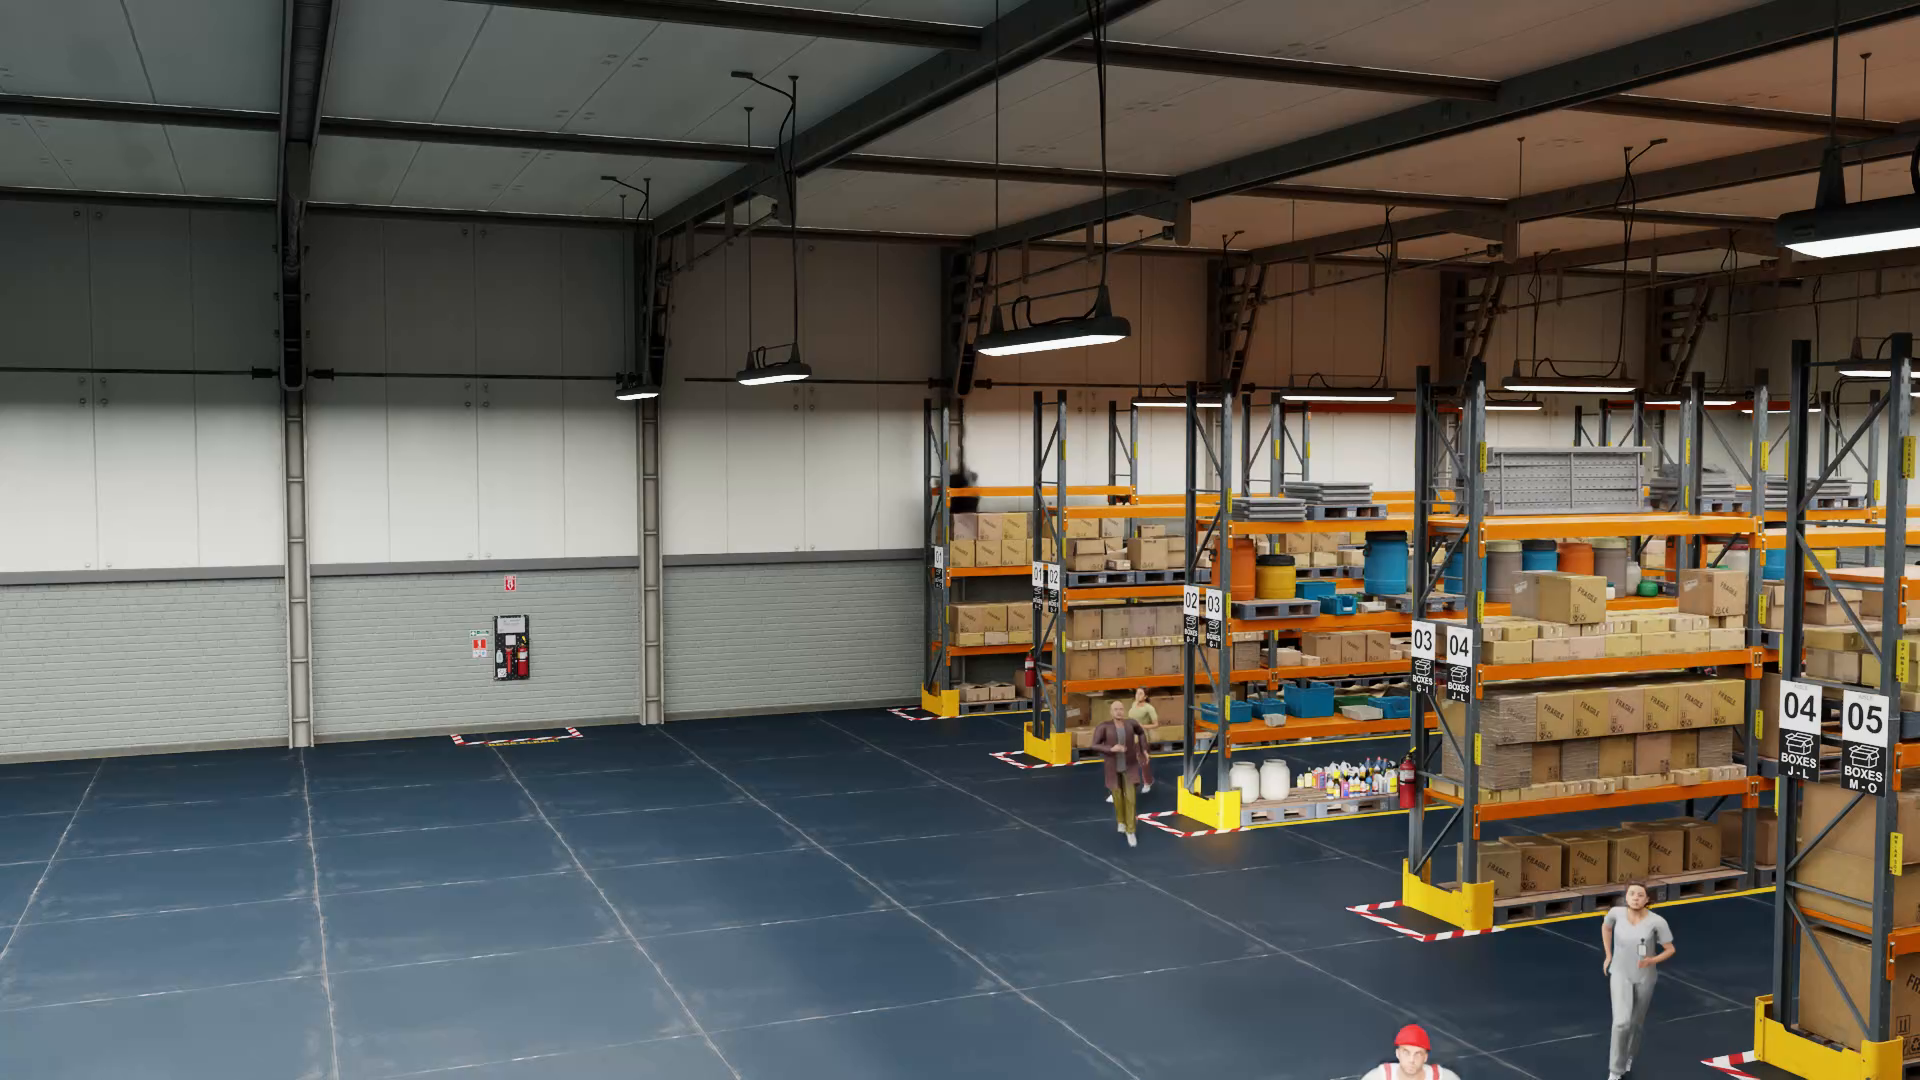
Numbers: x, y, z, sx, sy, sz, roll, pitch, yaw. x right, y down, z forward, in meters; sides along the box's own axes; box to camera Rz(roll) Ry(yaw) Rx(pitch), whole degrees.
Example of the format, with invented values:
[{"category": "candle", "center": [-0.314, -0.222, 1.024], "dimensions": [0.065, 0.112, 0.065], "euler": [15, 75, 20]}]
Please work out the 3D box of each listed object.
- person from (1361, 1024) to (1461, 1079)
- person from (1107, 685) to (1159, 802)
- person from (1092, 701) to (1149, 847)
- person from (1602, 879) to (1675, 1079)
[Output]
[{"category": "person", "center": [2.644, 3.693, 9.803], "dimensions": [0.685, 1.775, 1.031], "euler": [1, 3, 16]}, {"category": "person", "center": [2.598, 2.899, 23.891], "dimensions": [0.606, 1.657, 0.992], "euler": [3, 5, 43]}, {"category": "person", "center": [2.085, 3.062, 21.633], "dimensions": [0.746, 1.789, 0.838], "euler": [0, 3, 6]}, {"category": "person", "center": [5.432, 3.536, 13.344], "dimensions": [0.559, 1.685, 0.743], "euler": [2, 4, 25]}]
